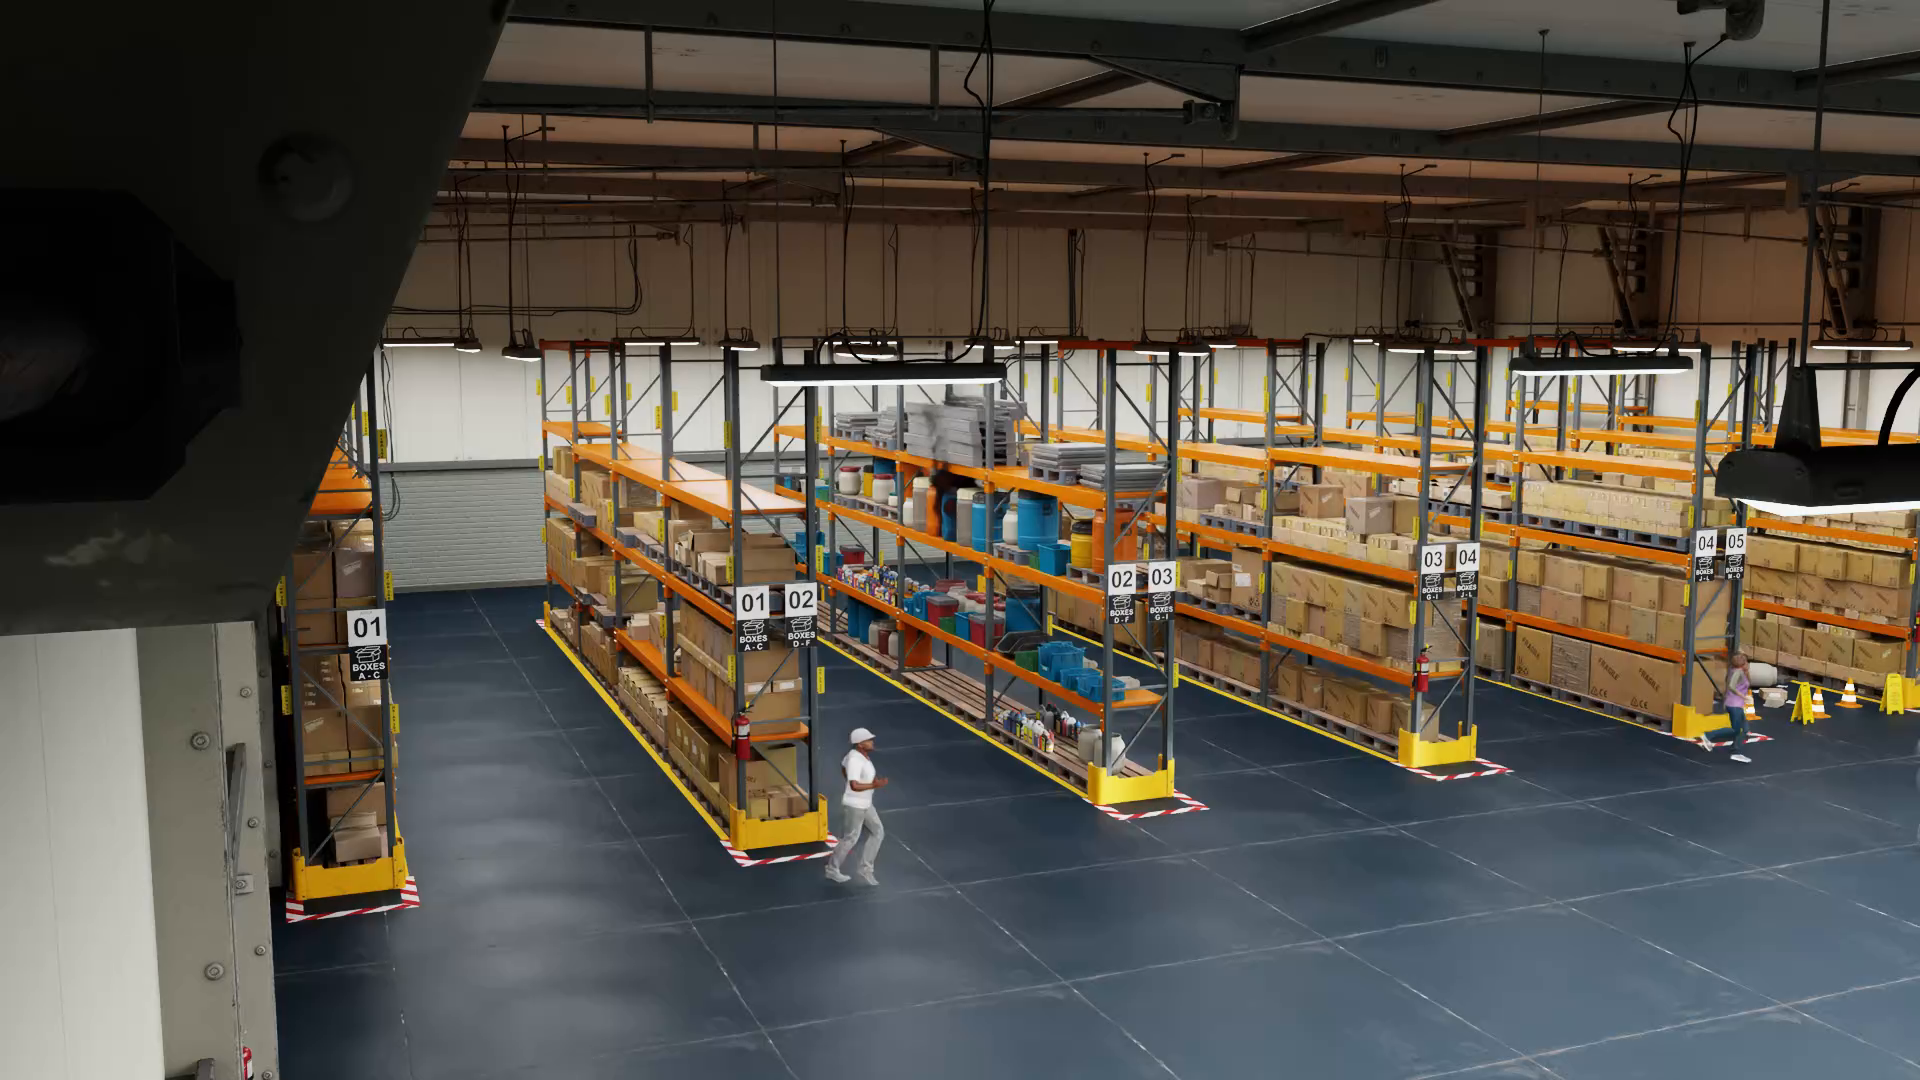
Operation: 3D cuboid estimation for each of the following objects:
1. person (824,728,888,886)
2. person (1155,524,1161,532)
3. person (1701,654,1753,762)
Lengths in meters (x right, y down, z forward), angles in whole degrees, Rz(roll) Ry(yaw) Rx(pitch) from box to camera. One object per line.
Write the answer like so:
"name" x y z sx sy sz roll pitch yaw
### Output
"person" -1.148 3.034 18.847 0.732 1.820 0.695 1 8 9
"person" 4.733 0.215 40.958 0.735 1.651 0.613 -4 9 -31
"person" 11.260 2.426 24.367 0.683 1.523 0.593 3 8 25
